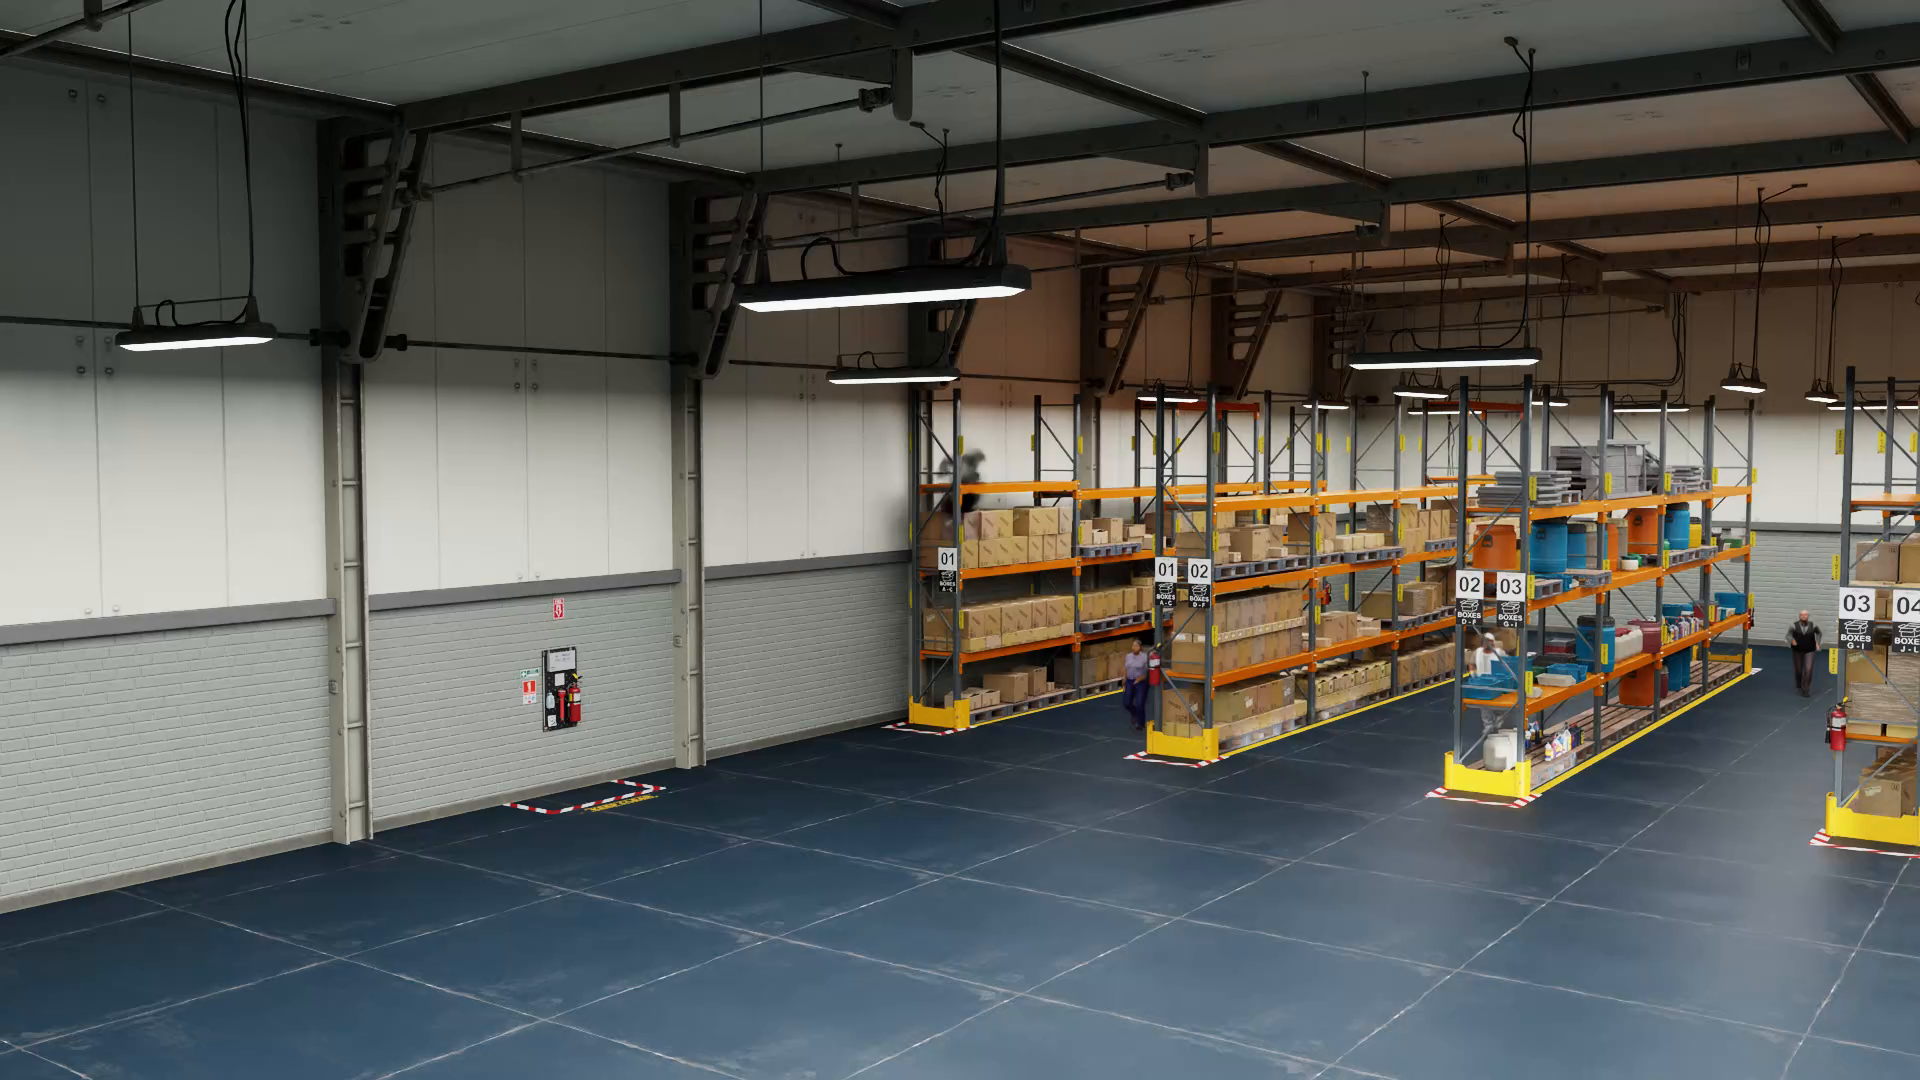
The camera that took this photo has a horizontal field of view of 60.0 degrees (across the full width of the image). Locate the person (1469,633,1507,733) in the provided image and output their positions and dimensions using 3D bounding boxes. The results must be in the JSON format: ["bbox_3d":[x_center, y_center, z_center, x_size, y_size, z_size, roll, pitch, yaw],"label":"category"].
[{"bbox_3d":[9.154,2.480,28.880,0.686,1.743,0.581,3,4,38],"label":"person"}]

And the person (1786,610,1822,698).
[{"bbox_3d":[16.930,2.347,33.379,0.653,1.543,0.908,2,4,27],"label":"person"}]

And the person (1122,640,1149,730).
[{"bbox_3d":[3.076,2.544,29.131,0.592,1.598,0.580,2,4,28],"label":"person"}]
